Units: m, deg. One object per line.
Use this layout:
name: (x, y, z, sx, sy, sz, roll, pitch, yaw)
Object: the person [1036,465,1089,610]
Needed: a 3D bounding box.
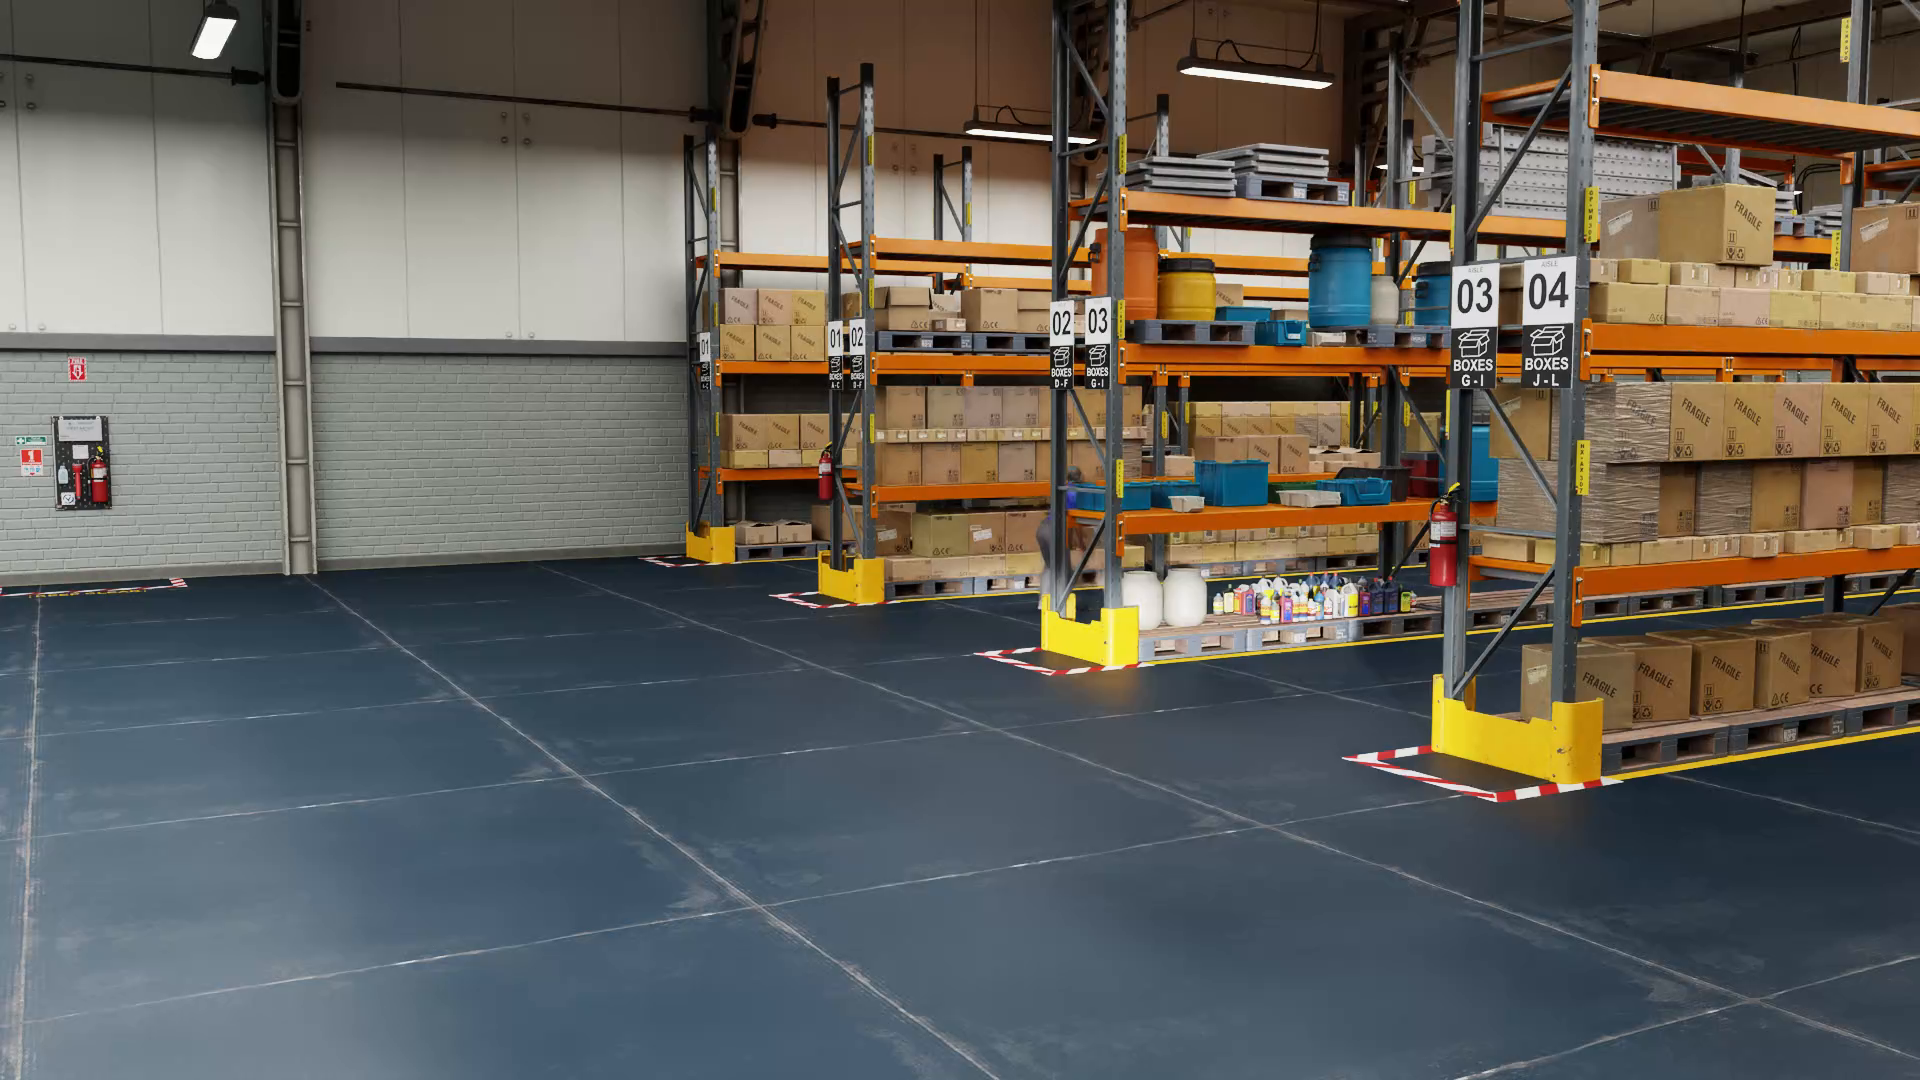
person: (1.108, -0.015, 18.137, 0.557, 1.590, 0.410, -3, 6, -30)
